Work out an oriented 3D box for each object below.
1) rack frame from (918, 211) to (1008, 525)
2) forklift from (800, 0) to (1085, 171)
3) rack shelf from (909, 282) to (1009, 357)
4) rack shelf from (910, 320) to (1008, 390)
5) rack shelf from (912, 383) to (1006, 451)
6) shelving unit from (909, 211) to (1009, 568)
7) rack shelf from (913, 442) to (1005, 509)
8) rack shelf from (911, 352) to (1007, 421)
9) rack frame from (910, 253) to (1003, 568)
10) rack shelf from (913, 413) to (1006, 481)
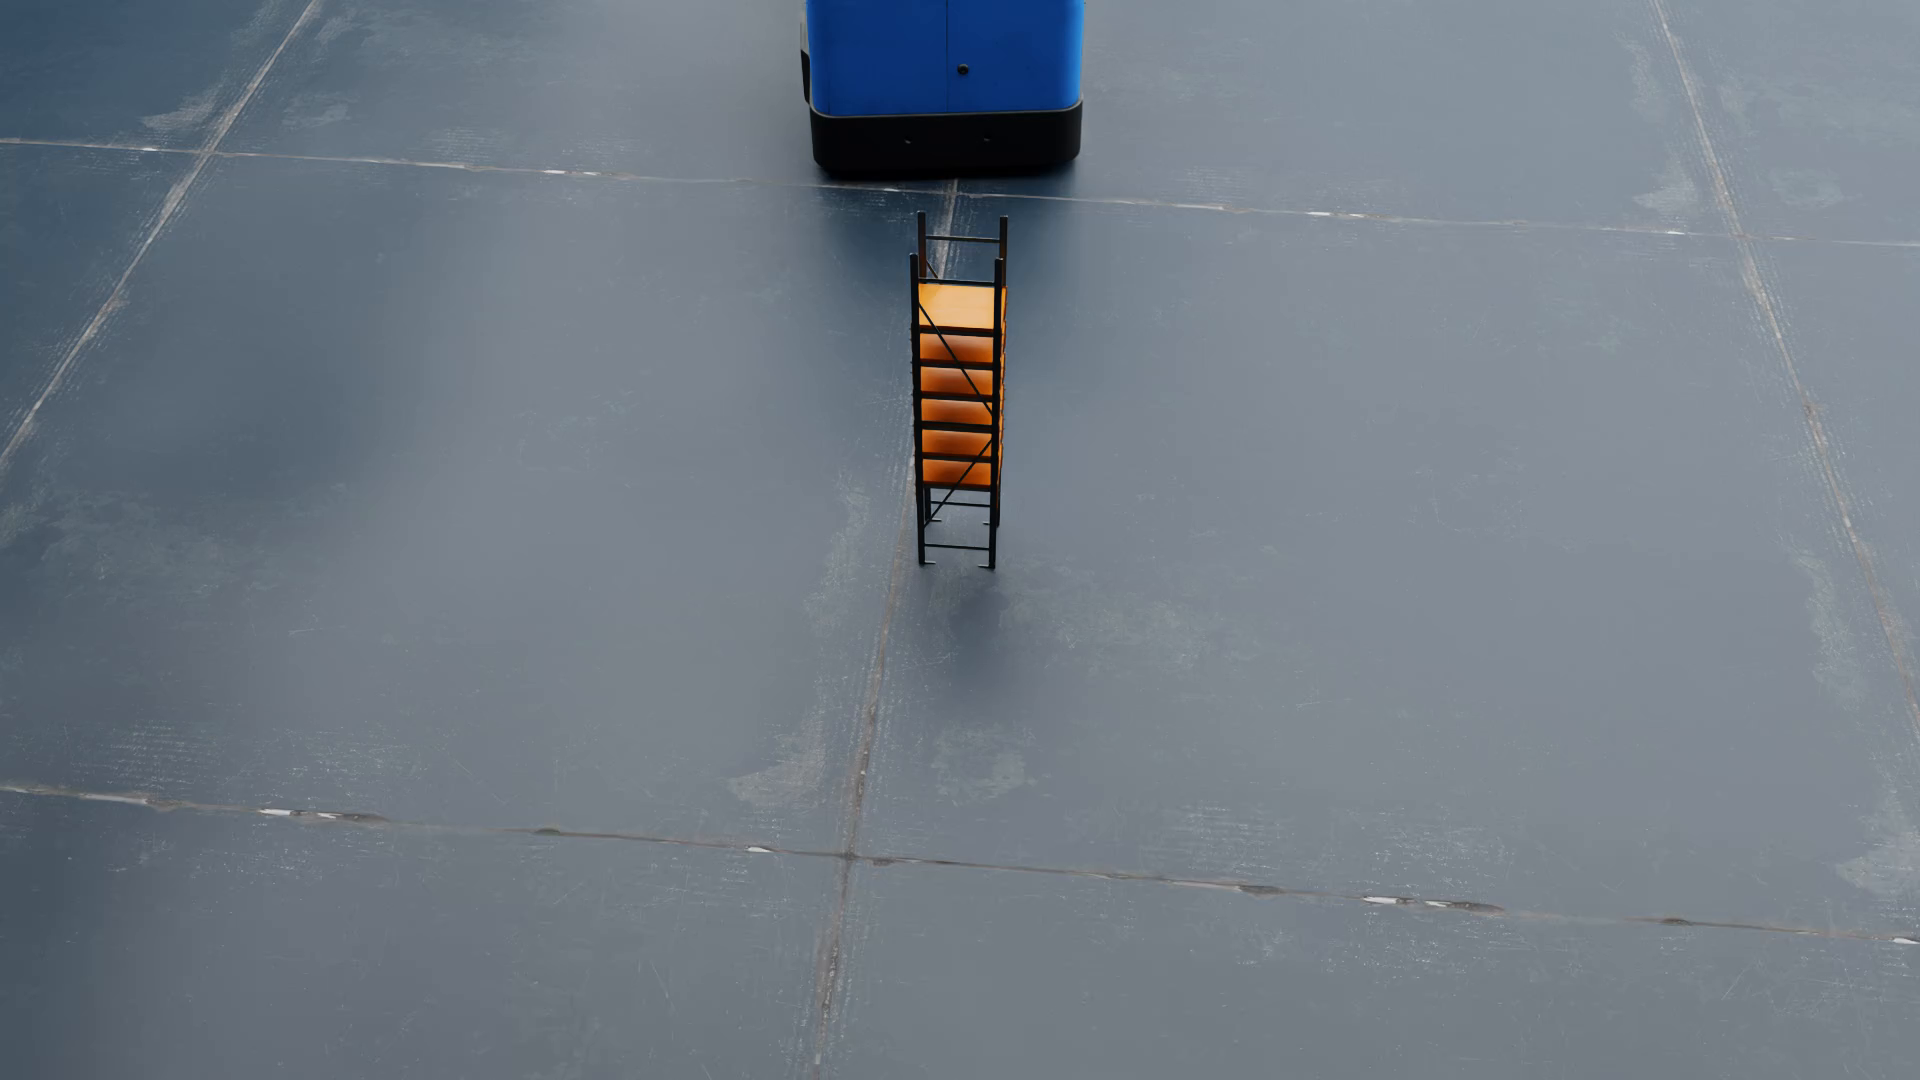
[{"bbox_3d":[0.007,-0.462,4.859,0.240,1.200,0.006,4,48,4],"label":"rack frame"},{"bbox_3d":[-0.124,-3.507,6.471,1.130,2.935,3.031,-2,48,-2],"label":"forklift"},{"bbox_3d":[-0.001,-0.607,4.565,0.258,0.103,0.180,4,48,4],"label":"rack shelf"},{"bbox_3d":[-0.001,-0.526,4.653,0.258,0.103,0.180,4,48,4],"label":"rack shelf"},{"bbox_3d":[-0.001,-0.364,4.830,0.258,0.103,0.180,4,48,4],"label":"rack shelf"},{"bbox_3d":[-0.001,-0.394,4.798,0.258,1.200,0.189,4,48,4],"label":"shelving unit"},{"bbox_3d":[-0.001,-0.202,5.007,0.258,0.103,0.180,4,48,4],"label":"rack shelf"},{"bbox_3d":[-0.001,-0.445,4.742,0.258,0.103,0.180,4,48,4],"label":"rack shelf"},{"bbox_3d":[-0.010,-0.327,4.736,0.240,1.200,0.006,4,48,4],"label":"rack frame"},{"bbox_3d":[-0.001,-0.283,4.919,0.258,0.103,0.180,4,48,4],"label":"rack shelf"}]
